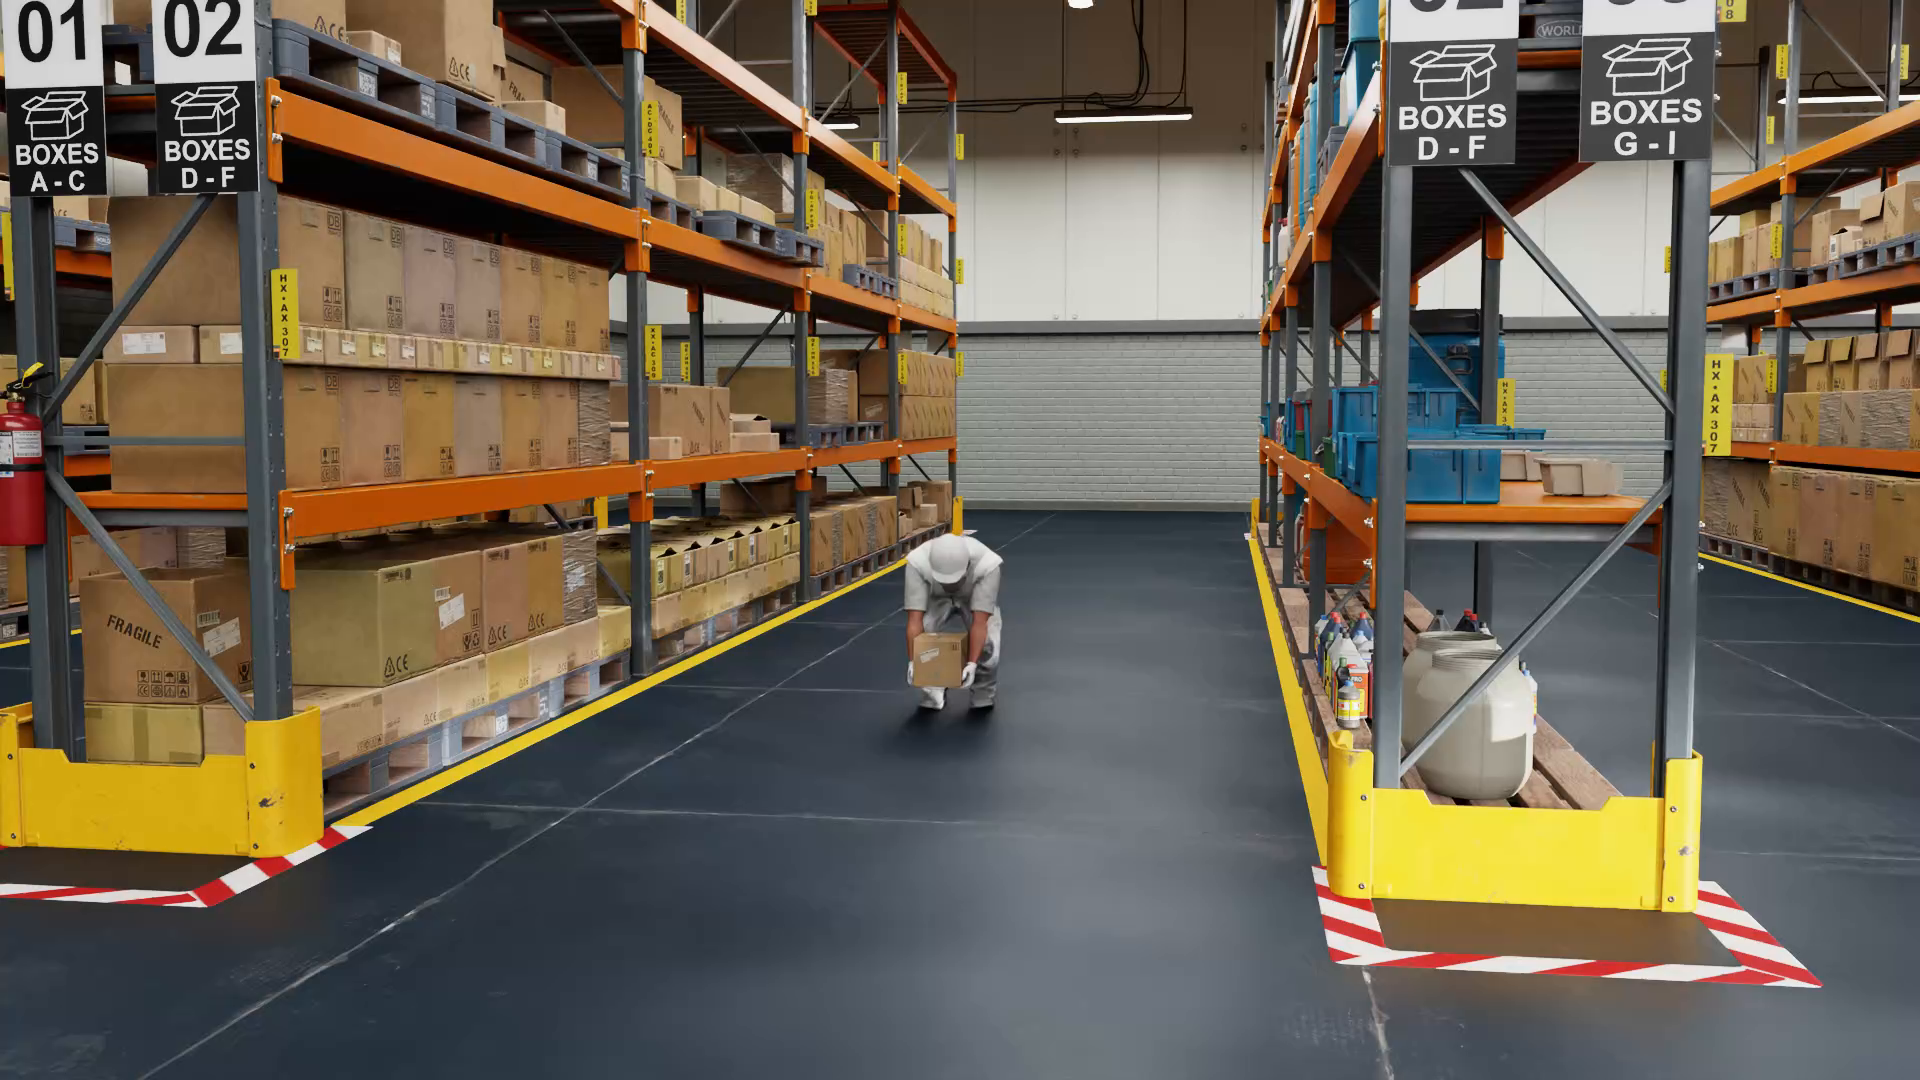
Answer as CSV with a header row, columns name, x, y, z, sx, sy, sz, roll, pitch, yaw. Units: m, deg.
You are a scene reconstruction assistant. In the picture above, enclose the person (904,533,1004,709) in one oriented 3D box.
name,x,y,z,sx,sy,sz,roll,pitch,yaw
person,-0.021,0.433,8.991,0.541,0.994,0.953,1,4,7
